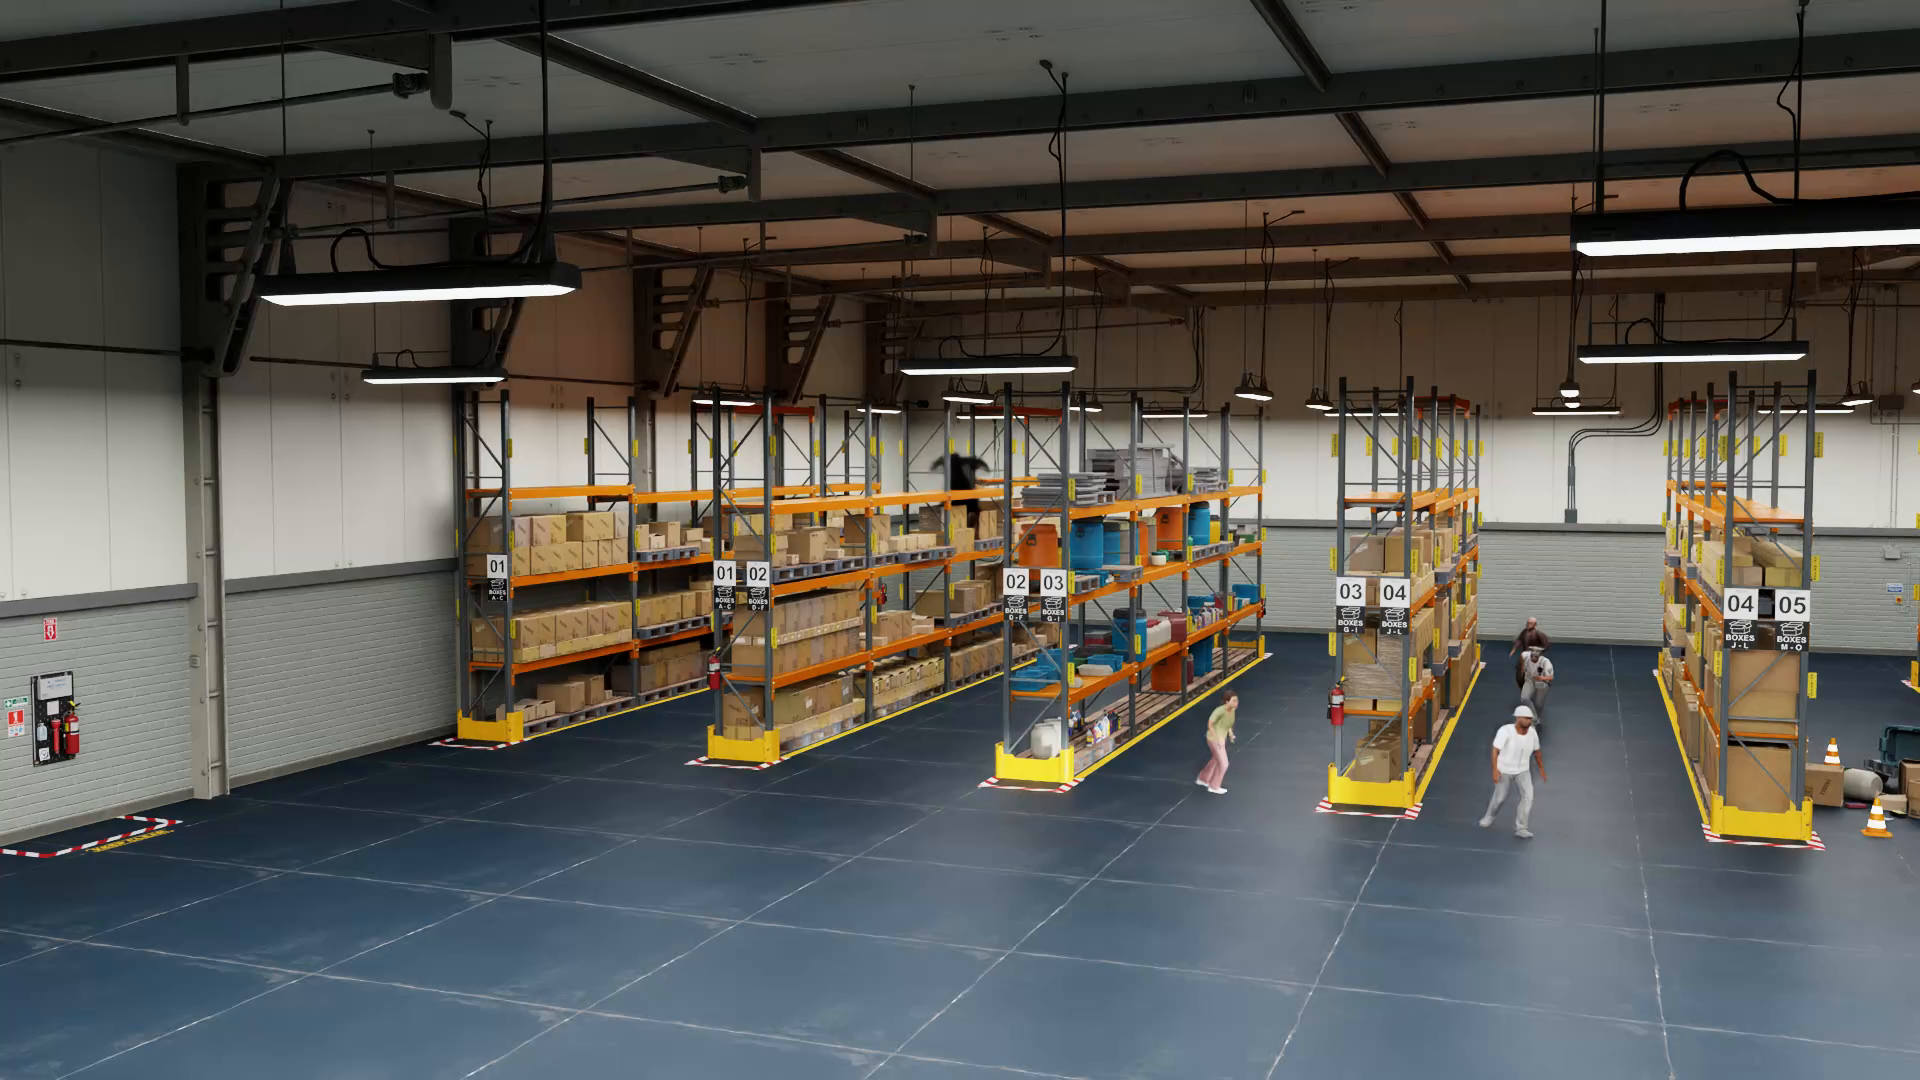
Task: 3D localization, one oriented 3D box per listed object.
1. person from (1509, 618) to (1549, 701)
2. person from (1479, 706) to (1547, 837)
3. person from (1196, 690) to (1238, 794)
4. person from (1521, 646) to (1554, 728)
[{"bbox_3d":[11.323,2.369,32.981,0.799,1.688,0.581,3,4,45],"label":"person"},{"bbox_3d":[7.185,2.973,21.635,0.779,1.698,0.837,-1,3,-14],"label":"person"},{"bbox_3d":[3.728,2.911,24.169,0.800,1.535,0.629,2,4,37],"label":"person"},{"bbox_3d":[10.335,2.638,29.760,0.653,1.521,1.184,2,4,30],"label":"person"}]
